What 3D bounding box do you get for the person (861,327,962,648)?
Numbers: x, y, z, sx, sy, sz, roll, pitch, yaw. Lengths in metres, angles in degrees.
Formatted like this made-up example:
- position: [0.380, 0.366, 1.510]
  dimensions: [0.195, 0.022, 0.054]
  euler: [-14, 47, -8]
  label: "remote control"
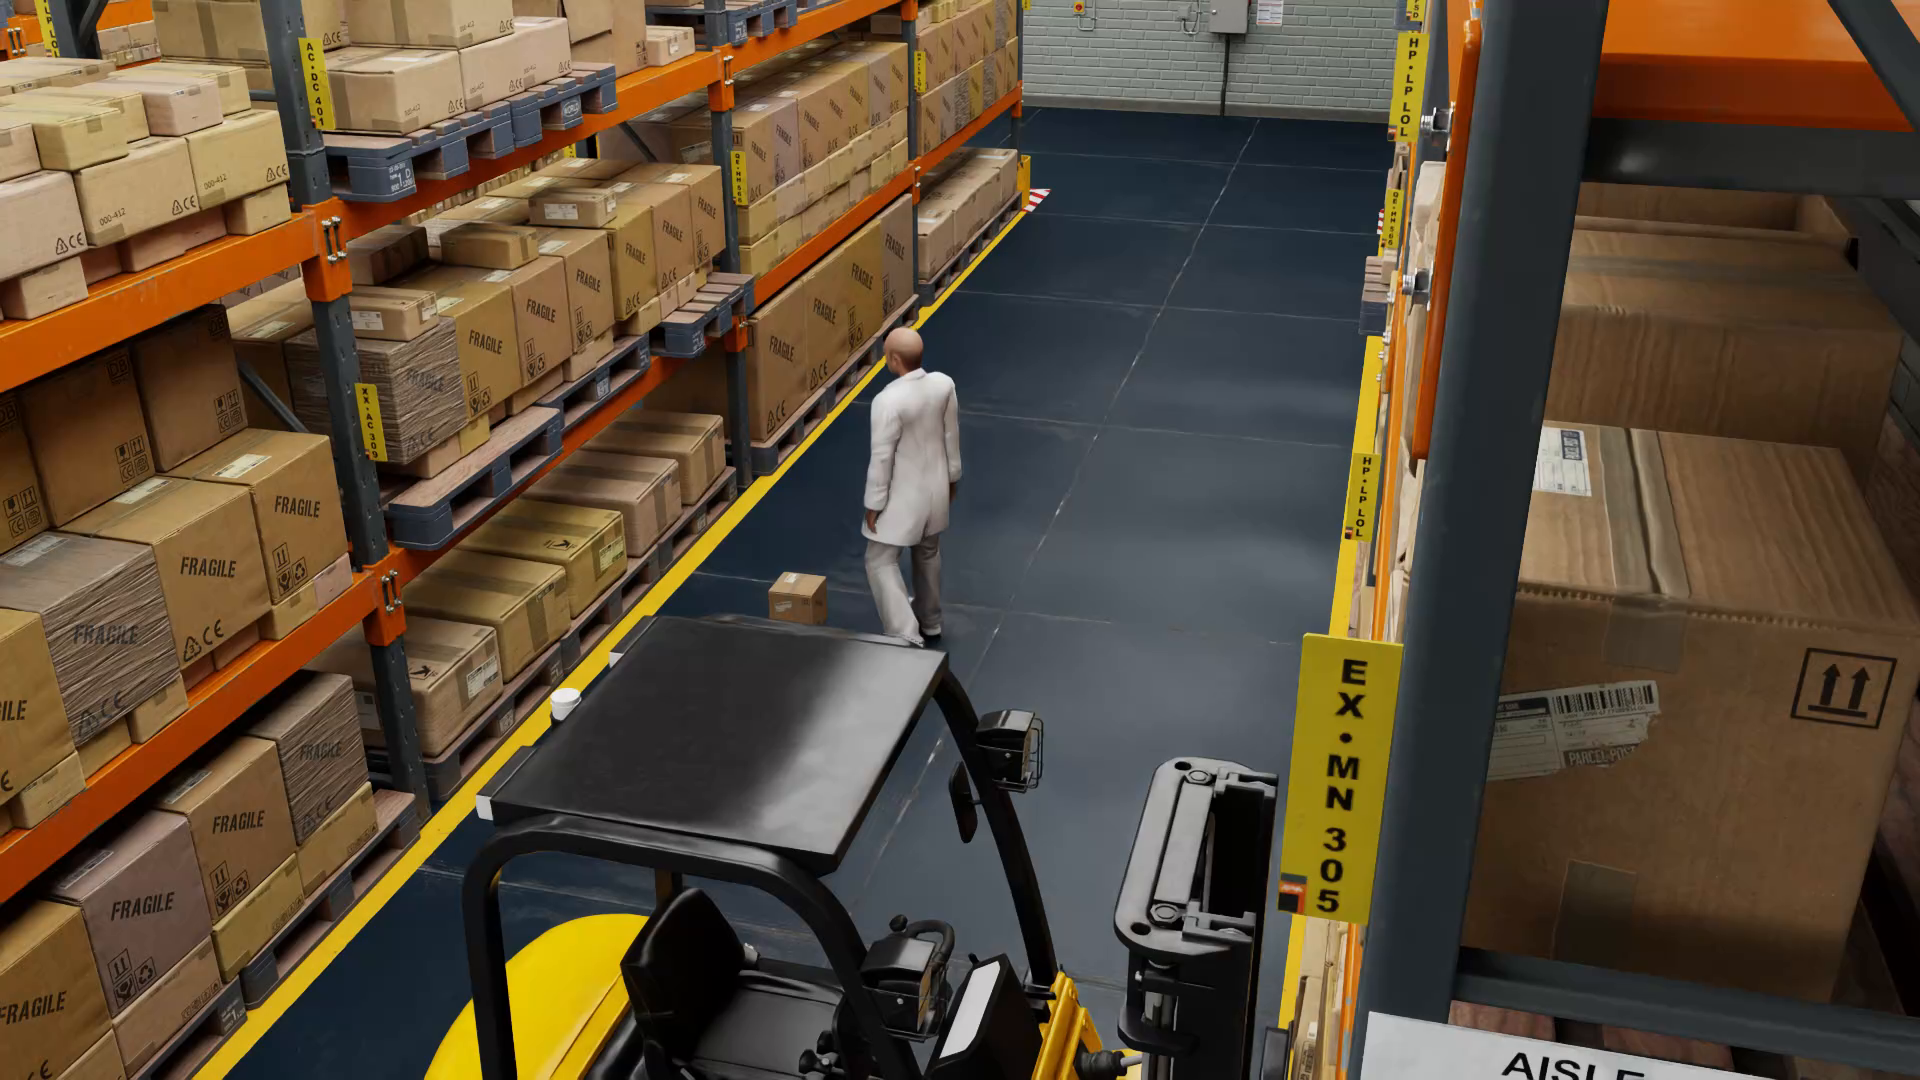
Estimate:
- position: [-0.270, -0.244, 8.616]
  dimensions: [0.691, 1.775, 0.653]
  euler: [-22, 33, -38]
  label: "person"
